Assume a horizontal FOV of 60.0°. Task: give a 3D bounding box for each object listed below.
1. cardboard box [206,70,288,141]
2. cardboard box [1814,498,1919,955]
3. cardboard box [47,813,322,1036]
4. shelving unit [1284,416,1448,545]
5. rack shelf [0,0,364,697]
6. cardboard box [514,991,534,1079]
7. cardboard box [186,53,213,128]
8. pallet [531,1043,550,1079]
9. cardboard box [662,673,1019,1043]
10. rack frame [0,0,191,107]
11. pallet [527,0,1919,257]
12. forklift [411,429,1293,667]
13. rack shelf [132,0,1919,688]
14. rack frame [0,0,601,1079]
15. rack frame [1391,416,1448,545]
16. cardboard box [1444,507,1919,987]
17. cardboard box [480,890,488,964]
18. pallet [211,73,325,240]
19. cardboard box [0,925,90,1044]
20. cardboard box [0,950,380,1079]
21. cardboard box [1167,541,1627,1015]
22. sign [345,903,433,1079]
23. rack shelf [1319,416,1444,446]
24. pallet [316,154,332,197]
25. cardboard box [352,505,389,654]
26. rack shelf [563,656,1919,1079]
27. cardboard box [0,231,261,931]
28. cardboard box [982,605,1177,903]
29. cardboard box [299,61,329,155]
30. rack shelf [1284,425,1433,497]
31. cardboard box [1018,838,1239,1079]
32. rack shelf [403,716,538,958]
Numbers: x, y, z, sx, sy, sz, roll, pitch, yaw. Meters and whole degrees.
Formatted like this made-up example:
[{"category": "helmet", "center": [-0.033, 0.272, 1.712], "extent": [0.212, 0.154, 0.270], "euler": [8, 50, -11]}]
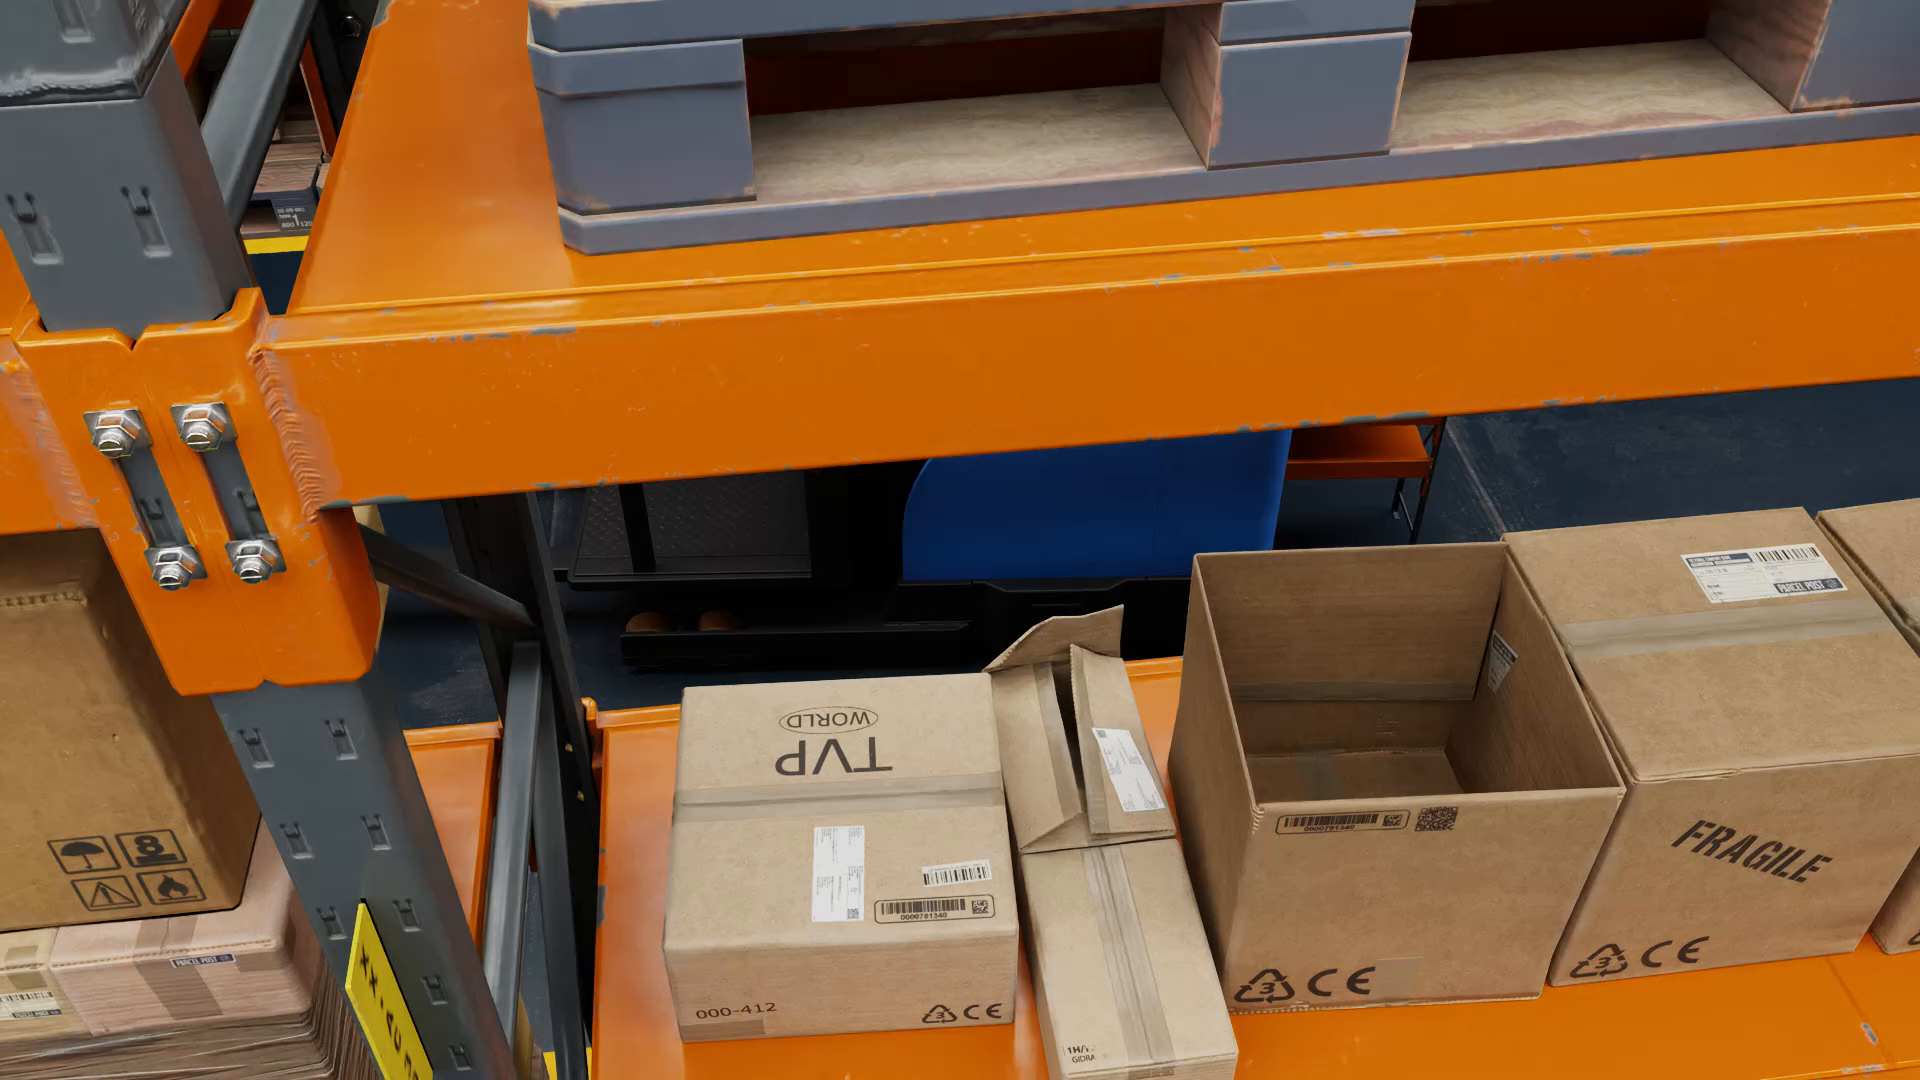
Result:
[{"category": "cardboard box", "center": [-2.900, -1.771, 6.774], "extent": [0.250, 0.149, 0.380], "euler": [-8, 43, -9]}, {"category": "cardboard box", "center": [1.640, 0.270, 2.637], "extent": [0.500, 0.500, 0.500], "euler": [-7, 43, -8]}, {"category": "cardboard box", "center": [-0.907, 0.385, 2.024], "extent": [0.250, 0.149, 0.380], "euler": [-5, 42, -6]}, {"category": "shelving unit", "center": [1.155, -0.461, 4.865], "extent": [0.503, 1.200, 0.258], "euler": [-1, 42, -1]}, {"category": "rack shelf", "center": [-2.648, -0.175, 1.503], "extent": [4.000, 0.370, 1.077], "euler": [-5, 42, -6]}, {"category": "cardboard box", "center": [-1.164, 1.202, 3.418], "extent": [0.500, 0.250, 0.500], "euler": [-5, 42, -6]}, {"category": "cardboard box", "center": [-3.280, -1.760, 6.500], "extent": [0.500, 0.500, 0.700], "euler": [-7, 43, -8]}, {"category": "pallet", "center": [-1.459, 1.574, 3.347], "extent": [1.213, 0.211, 1.003], "euler": [-5, 42, -6]}, {"category": "cardboard box", "center": [-0.183, 0.481, 2.589], "extent": [0.500, 0.250, 0.500], "euler": [-3, 42, -3]}, {"category": "rack frame", "center": [-0.665, -1.730, 0.450], "extent": [0.127, 3.000, 1.000], "euler": [-5, 42, -6]}, {"category": "pallet", "center": [0.208, -0.630, 1.613], "extent": [1.217, 0.209, 0.805], "euler": [-7, 42, -7]}, {"category": "forklift", "center": [-0.624, -1.078, 4.257], "extent": [3.031, 2.935, 1.130], "euler": [-1, 42, -1]}, {"category": "rack shelf", "center": [1.318, -0.523, 1.888], "extent": [4.000, 0.370, 1.077], "euler": [-5, 42, -6]}, {"category": "rack frame", "center": [-0.665, 0.498, 2.459], "extent": [0.127, 3.000, 1.000], "euler": [-5, 42, -6]}, {"category": "rack frame", "center": [1.399, -0.464, 4.869], "extent": [0.015, 1.200, 0.240], "euler": [-1, 42, -1]}, {"category": "cardboard box", "center": [1.118, 0.315, 2.586], "extent": [0.500, 0.500, 0.500], "euler": [-5, 42, -5]}, {"category": "cardboard box", "center": [-1.165, 0.916, 3.174], "extent": [0.500, 0.500, 0.500], "euler": [-5, 42, -6]}, {"category": "pallet", "center": [-3.185, -1.567, 6.829], "extent": [1.213, 0.211, 1.003], "euler": [-5, 42, -6]}, {"category": "cardboard box", "center": [-1.152, 0.406, 2.002], "extent": [0.250, 0.149, 0.380], "euler": [-6, 42, -6]}, {"category": "cardboard box", "center": [-1.104, 0.503, 2.378], "extent": [0.500, 0.500, 0.700], "euler": [-6, 42, -7]}, {"category": "cardboard box", "center": [0.621, 0.359, 2.538], "extent": [0.500, 0.500, 0.500], "euler": [-2, 42, -2]}, {"category": "sign", "center": [-0.592, 0.515, 1.734], "extent": [0.005, 0.325, 0.100], "euler": [-5, 42, -6]}, {"category": "rack shelf", "center": [1.155, -0.411, 4.910], "extent": [0.480, 0.148, 0.258], "euler": [-1, 42, -1]}, {"category": "pallet", "center": [-1.972, -1.675, 6.949], "extent": [1.213, 0.211, 1.003], "euler": [-5, 42, -6]}, {"category": "cardboard box", "center": [-0.957, 0.114, 2.325], "extent": [0.250, 0.149, 0.380], "euler": [-5, 42, -6]}, {"category": "rack shelf", "center": [1.318, 0.591, 2.892], "extent": [4.000, 0.370, 1.077], "euler": [-5, 42, -6]}, {"category": "cardboard box", "center": [-1.104, 0.021, 1.943], "extent": [0.500, 0.500, 0.700], "euler": [-5, 42, -5]}, {"category": "cardboard box", "center": [0.183, 0.349, 2.724], "extent": [0.258, 0.266, 0.396], "euler": [-6, 42, -7]}, {"category": "cardboard box", "center": [-2.335, -1.910, 6.666], "extent": [0.500, 0.500, 0.500], "euler": [-8, 43, -9]}, {"category": "rack shelf", "center": [1.155, -0.263, 5.043], "extent": [0.480, 0.148, 0.258], "euler": [-1, 42, -1]}, {"category": "cardboard box", "center": [0.240, 0.650, 2.478], "extent": [0.250, 0.149, 0.380], "euler": [-5, 42, -6]}, {"category": "rack shelf", "center": [-2.648, 0.938, 2.507], "extent": [4.000, 0.370, 1.077], "euler": [-5, 42, -6]}]
